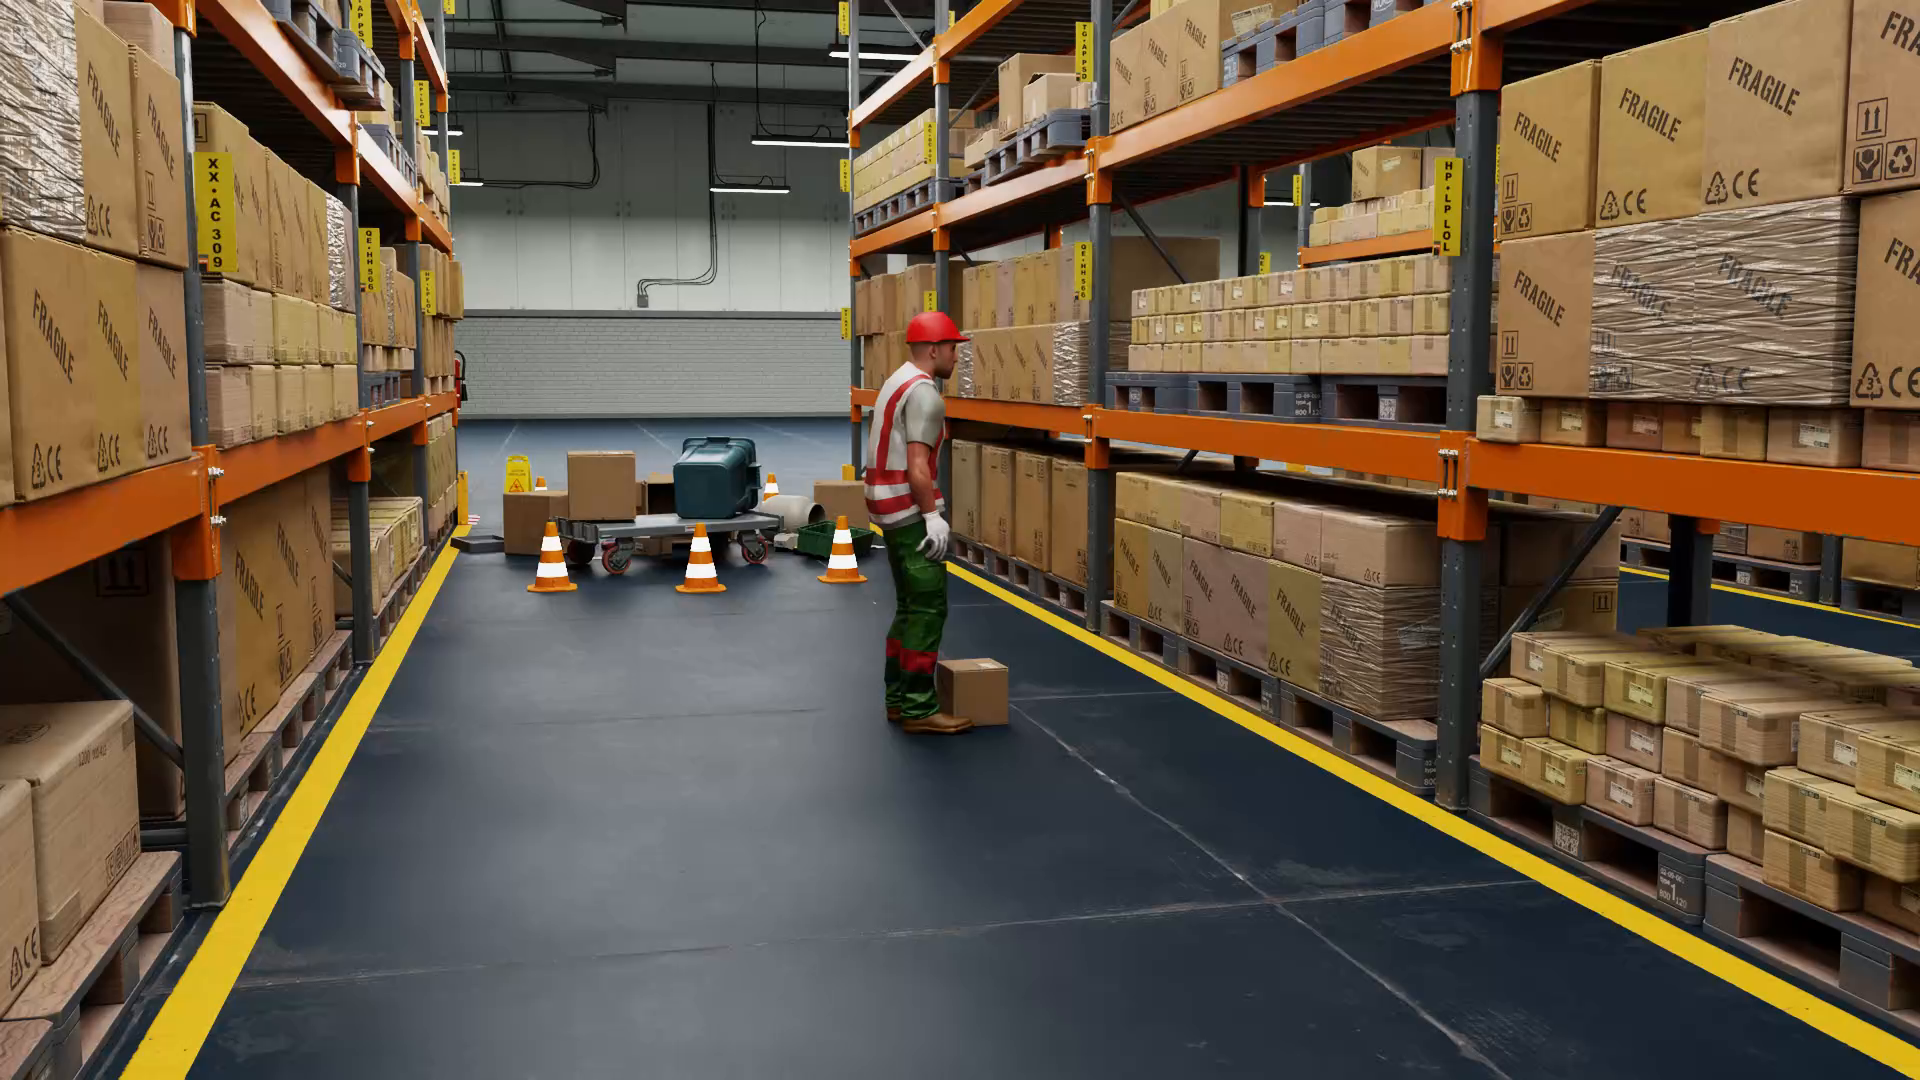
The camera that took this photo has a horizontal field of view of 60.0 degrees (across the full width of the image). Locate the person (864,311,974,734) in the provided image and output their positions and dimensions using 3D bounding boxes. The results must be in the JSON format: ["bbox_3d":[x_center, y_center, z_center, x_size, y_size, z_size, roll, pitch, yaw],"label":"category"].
[{"bbox_3d":[-0.169,-0.085,7.133,0.453,1.778,0.605,-1,6,-14],"label":"person"}]
